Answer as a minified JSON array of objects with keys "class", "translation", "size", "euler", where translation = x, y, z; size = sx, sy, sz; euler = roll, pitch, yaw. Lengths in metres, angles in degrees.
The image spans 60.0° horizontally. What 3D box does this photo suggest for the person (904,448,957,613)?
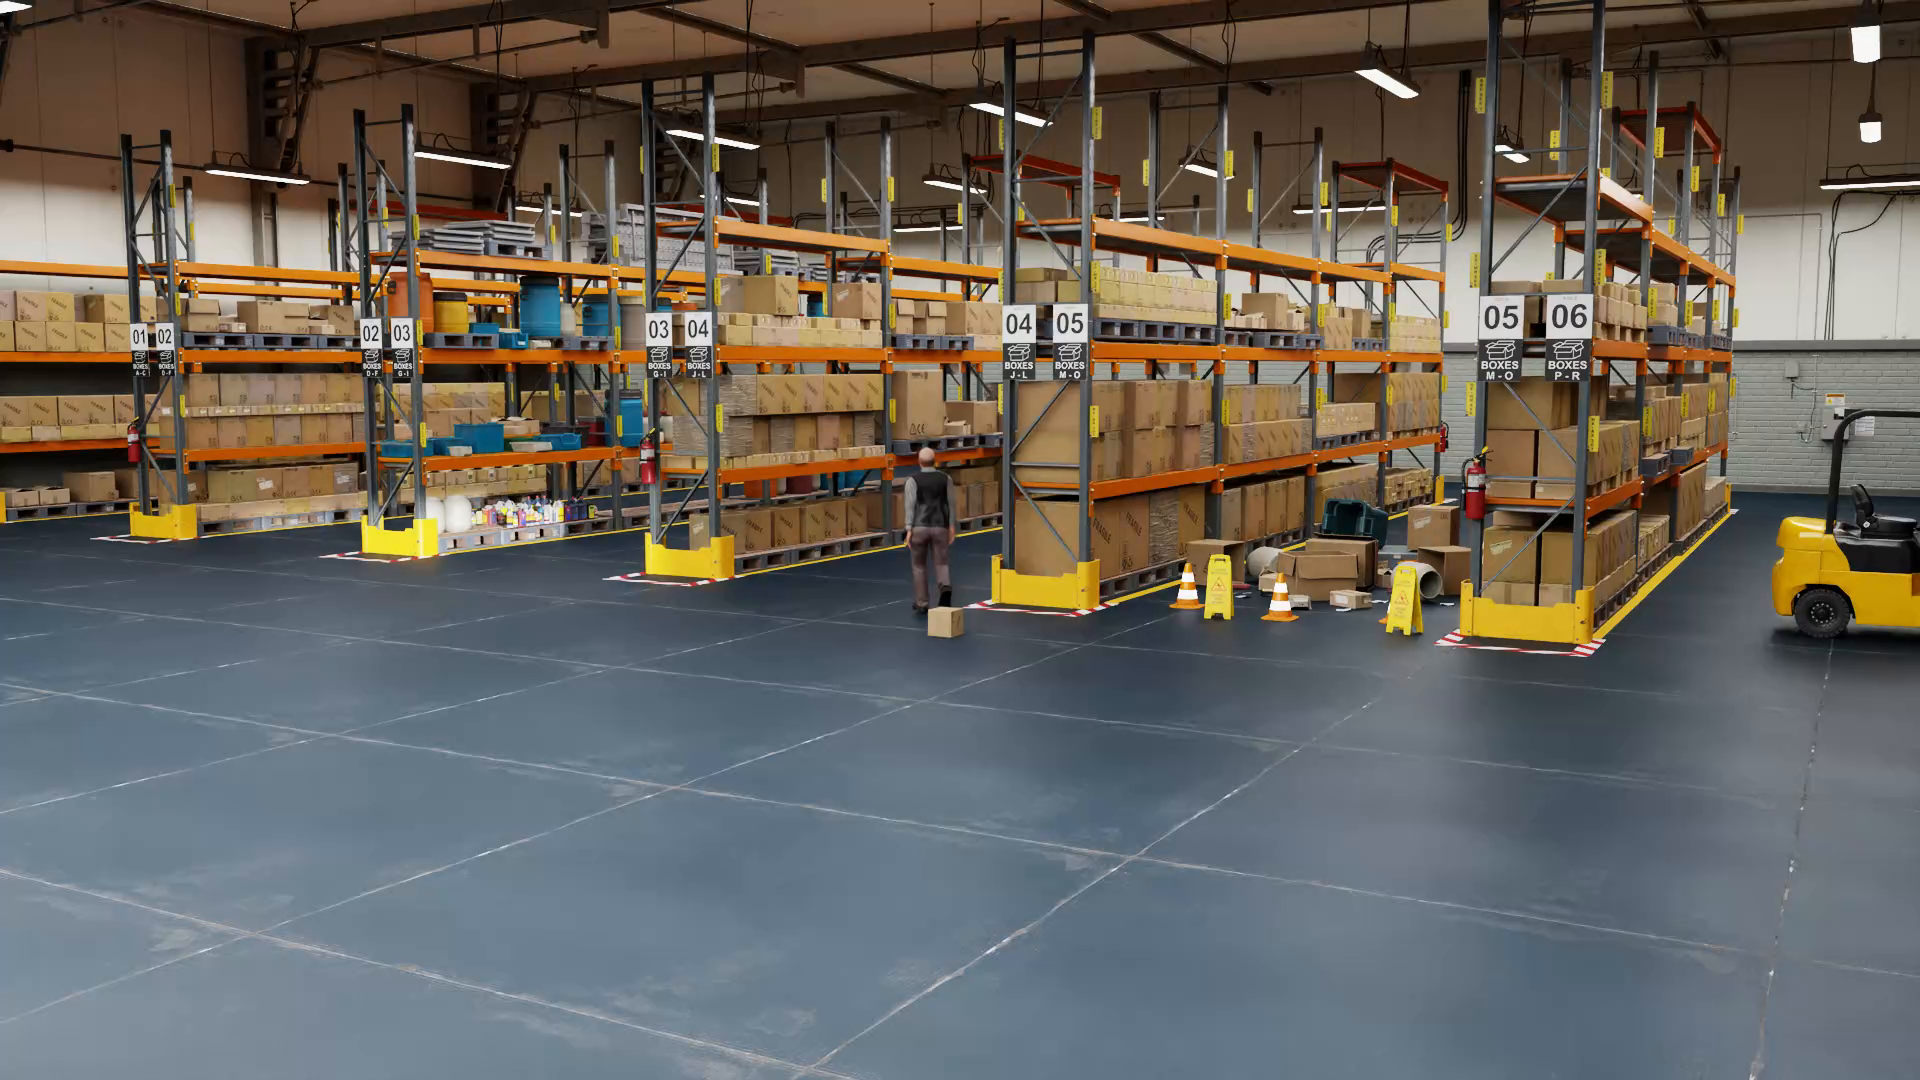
[{"class":"person","translation":[-0.287,-0.089,16.991],"size":[0.549,1.702,0.768],"euler":[-2,6,-15]}]
